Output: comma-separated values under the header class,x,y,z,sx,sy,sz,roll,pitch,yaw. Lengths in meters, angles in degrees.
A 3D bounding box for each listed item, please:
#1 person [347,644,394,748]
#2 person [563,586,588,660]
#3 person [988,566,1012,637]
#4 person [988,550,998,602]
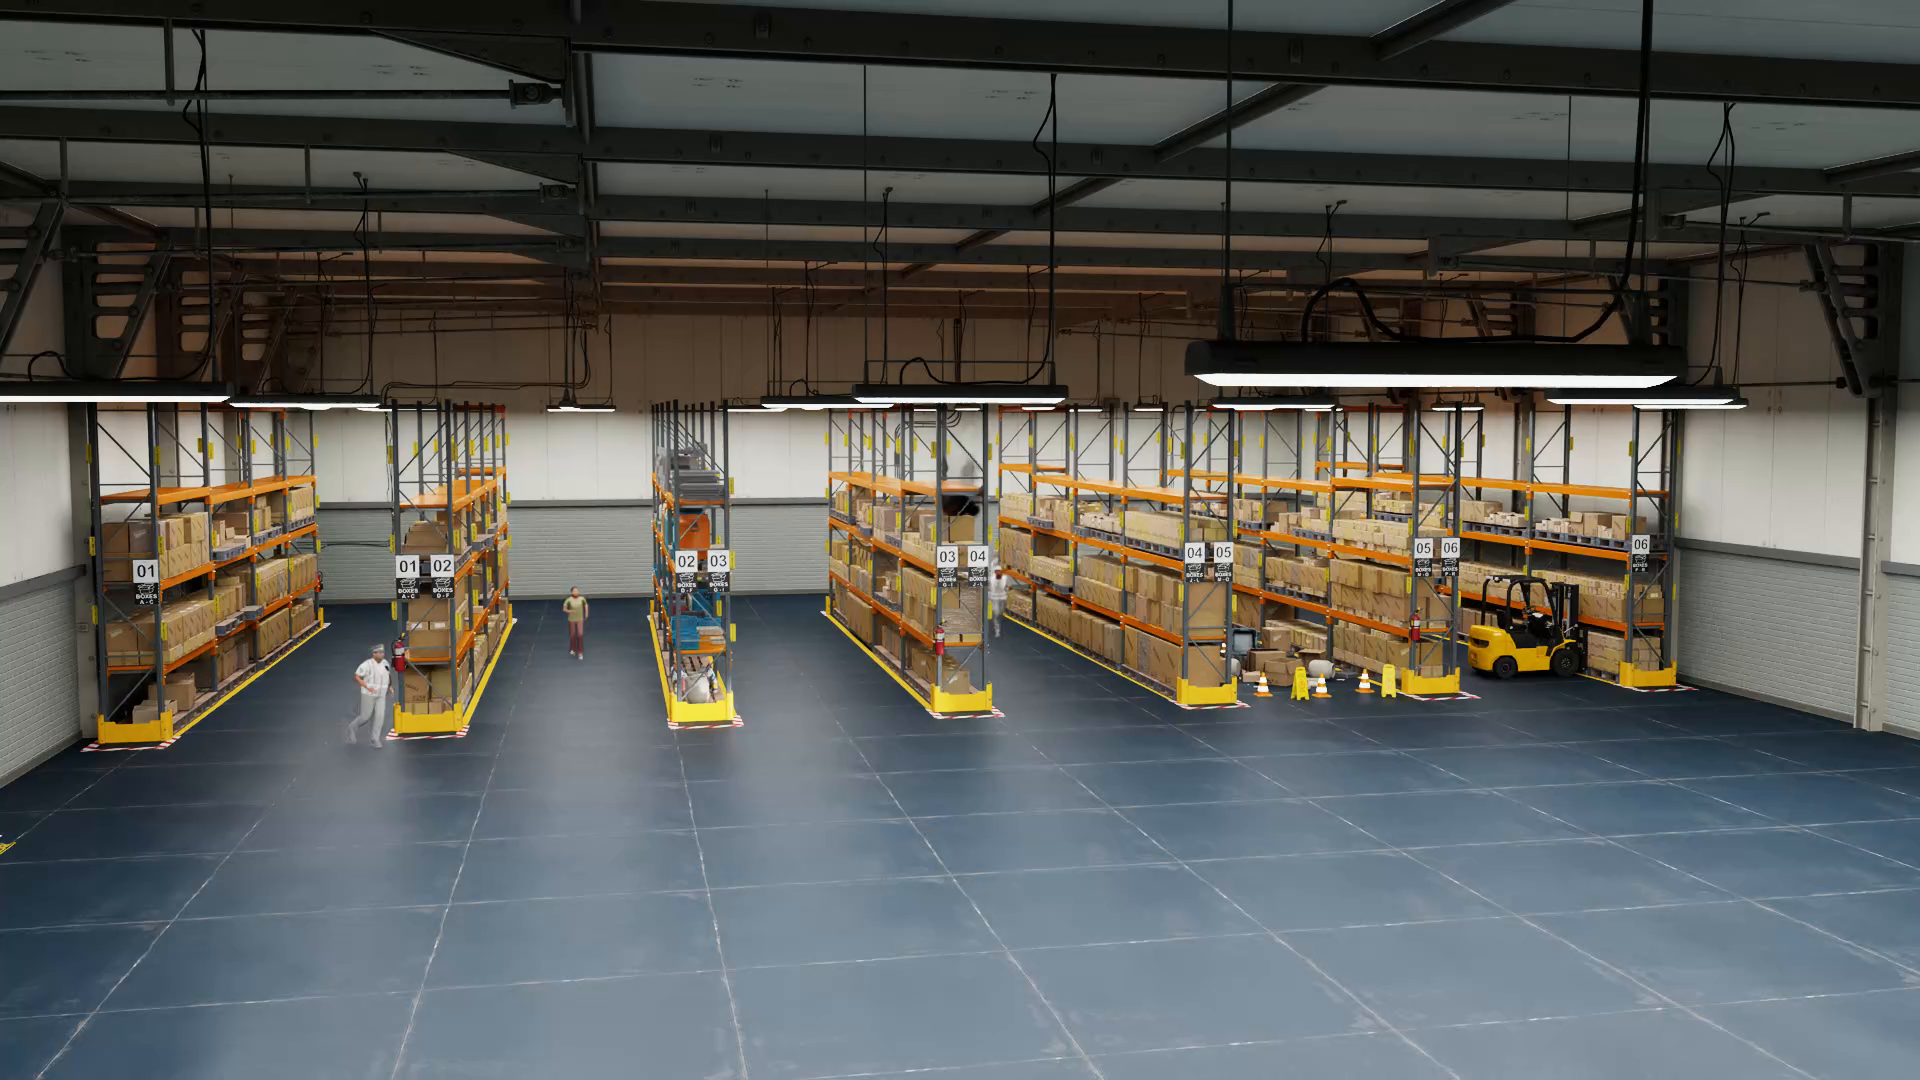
class,x,y,z,sx,sy,sz,roll,pitch,yaw
person,-10.160,2.677,28.882,0.832,1.748,0.742,3,5,37
person,-9.047,1.945,39.152,0.588,1.727,0.774,-2,5,-19
person,1.031,1.576,43.210,0.655,1.827,0.877,-1,4,-8
person,1.010,1.102,49.948,0.706,1.700,0.730,0,4,7
